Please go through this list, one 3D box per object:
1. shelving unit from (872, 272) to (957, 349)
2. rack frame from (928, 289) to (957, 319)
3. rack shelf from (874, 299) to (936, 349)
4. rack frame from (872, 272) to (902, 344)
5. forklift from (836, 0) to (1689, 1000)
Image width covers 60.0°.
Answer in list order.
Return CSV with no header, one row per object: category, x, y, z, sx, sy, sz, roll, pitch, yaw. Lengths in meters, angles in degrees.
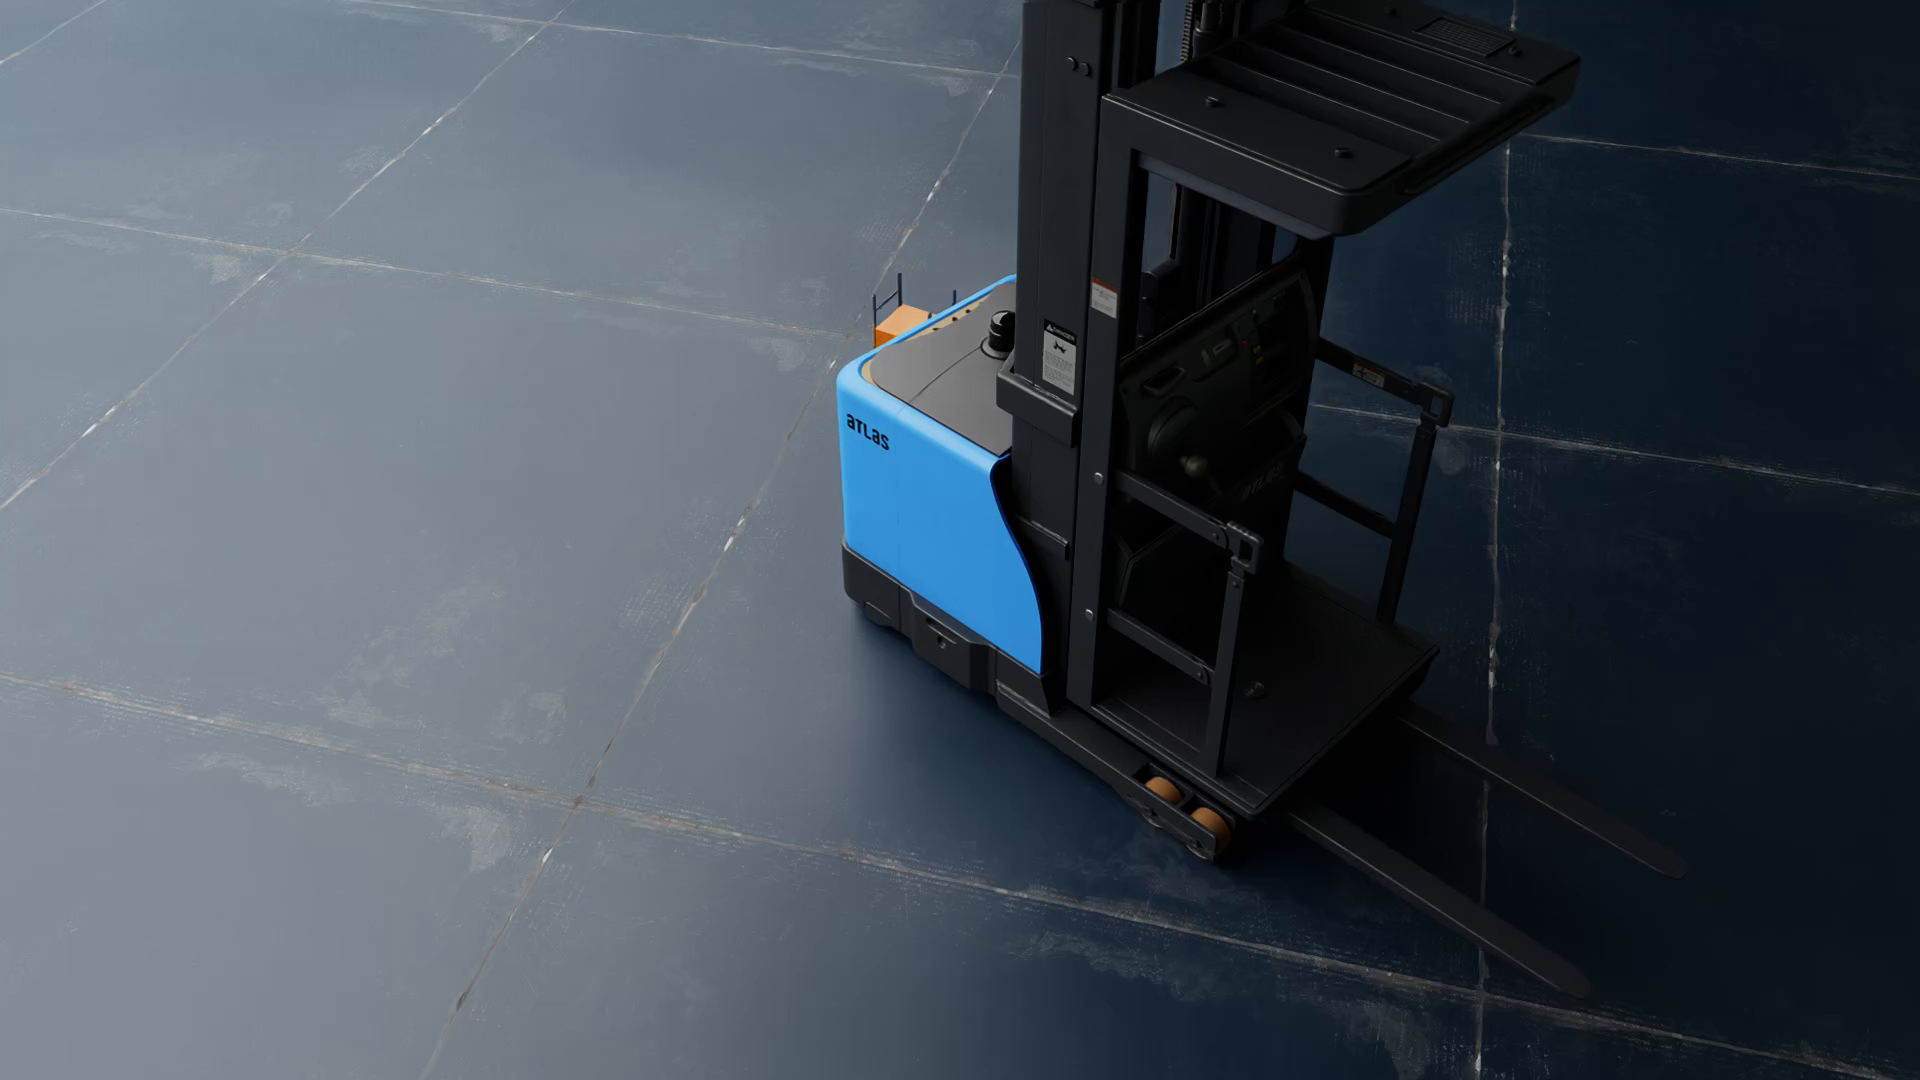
shelving unit,-0.171,-0.524,6.557,0.252,1.050,0.215,21,44,23
rack frame,-0.066,-0.484,6.510,0.008,1.050,0.200,21,44,23
rack shelf,-0.171,-0.733,6.381,0.240,0.259,0.215,21,44,23
rack frame,-0.276,-0.563,6.604,0.008,1.050,0.200,21,44,23
forklift,0.957,-0.452,5.009,3.031,2.935,1.130,32,50,32
